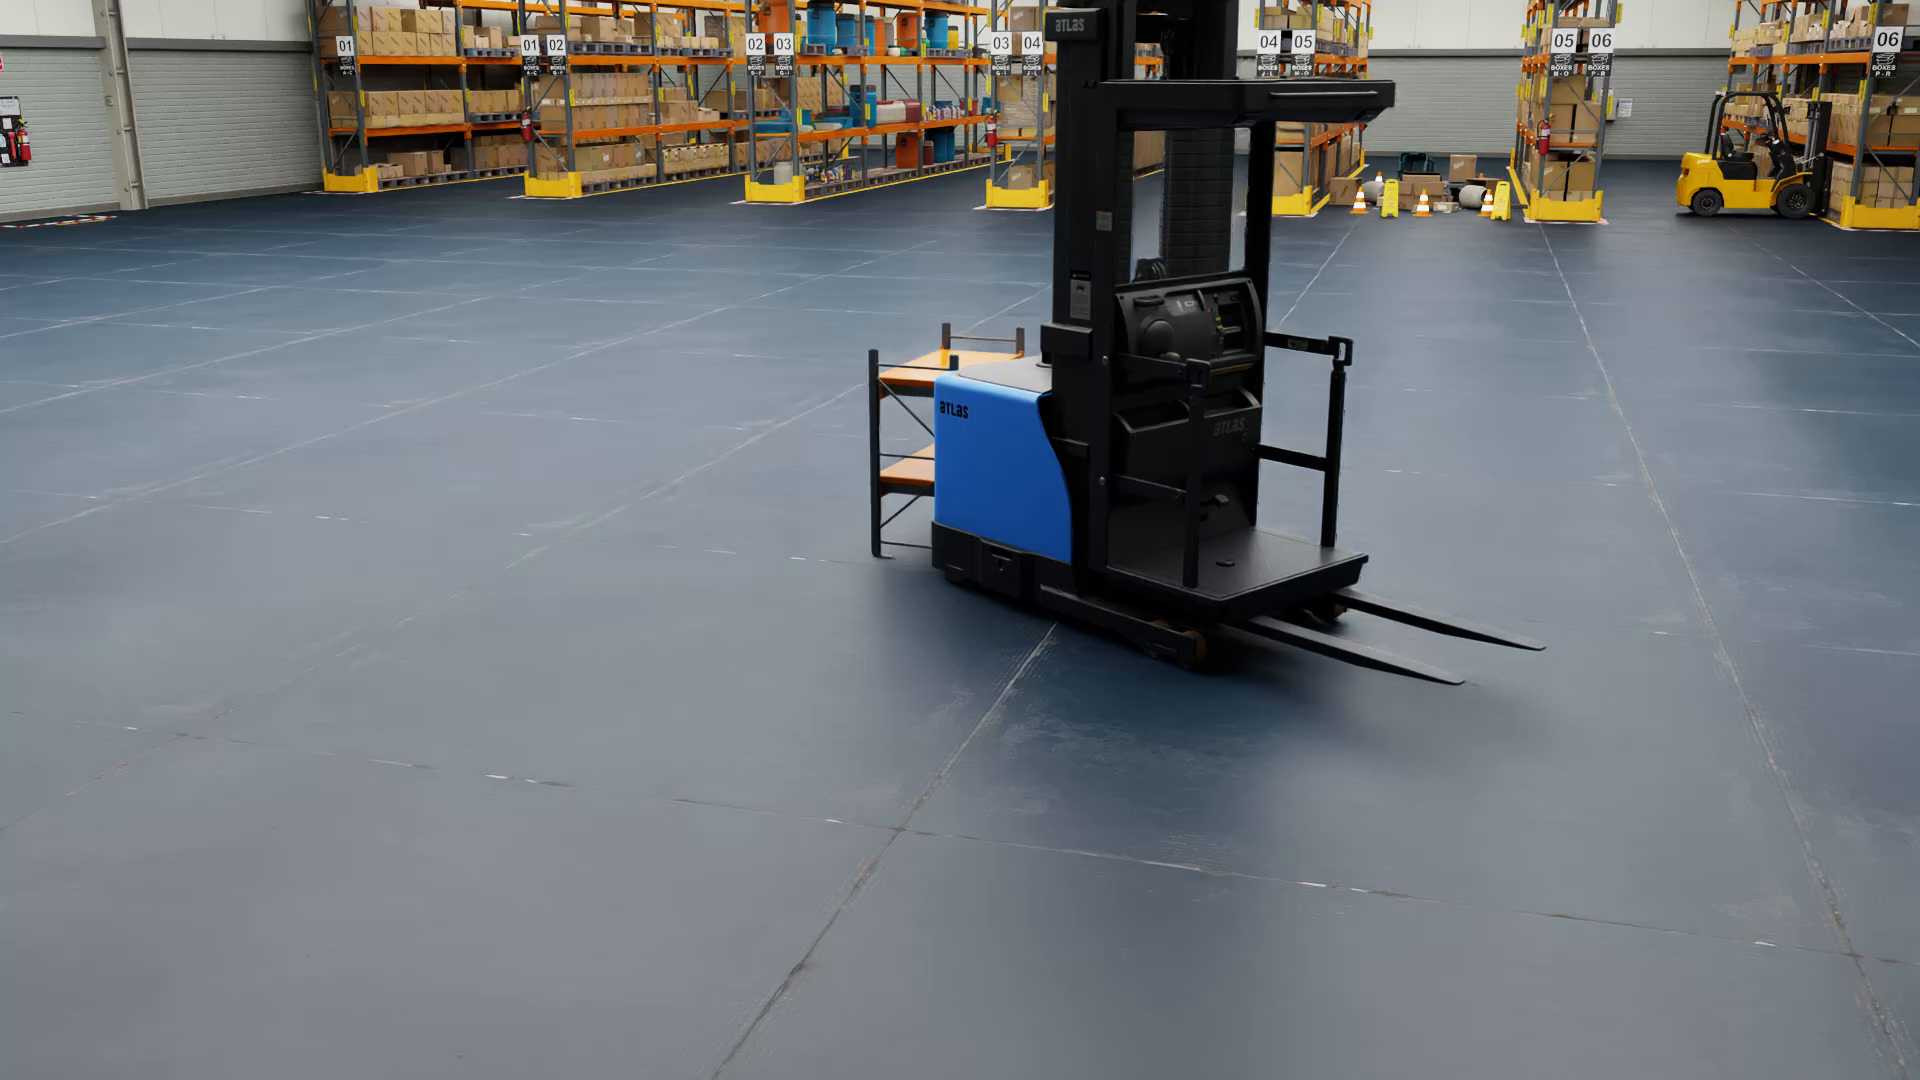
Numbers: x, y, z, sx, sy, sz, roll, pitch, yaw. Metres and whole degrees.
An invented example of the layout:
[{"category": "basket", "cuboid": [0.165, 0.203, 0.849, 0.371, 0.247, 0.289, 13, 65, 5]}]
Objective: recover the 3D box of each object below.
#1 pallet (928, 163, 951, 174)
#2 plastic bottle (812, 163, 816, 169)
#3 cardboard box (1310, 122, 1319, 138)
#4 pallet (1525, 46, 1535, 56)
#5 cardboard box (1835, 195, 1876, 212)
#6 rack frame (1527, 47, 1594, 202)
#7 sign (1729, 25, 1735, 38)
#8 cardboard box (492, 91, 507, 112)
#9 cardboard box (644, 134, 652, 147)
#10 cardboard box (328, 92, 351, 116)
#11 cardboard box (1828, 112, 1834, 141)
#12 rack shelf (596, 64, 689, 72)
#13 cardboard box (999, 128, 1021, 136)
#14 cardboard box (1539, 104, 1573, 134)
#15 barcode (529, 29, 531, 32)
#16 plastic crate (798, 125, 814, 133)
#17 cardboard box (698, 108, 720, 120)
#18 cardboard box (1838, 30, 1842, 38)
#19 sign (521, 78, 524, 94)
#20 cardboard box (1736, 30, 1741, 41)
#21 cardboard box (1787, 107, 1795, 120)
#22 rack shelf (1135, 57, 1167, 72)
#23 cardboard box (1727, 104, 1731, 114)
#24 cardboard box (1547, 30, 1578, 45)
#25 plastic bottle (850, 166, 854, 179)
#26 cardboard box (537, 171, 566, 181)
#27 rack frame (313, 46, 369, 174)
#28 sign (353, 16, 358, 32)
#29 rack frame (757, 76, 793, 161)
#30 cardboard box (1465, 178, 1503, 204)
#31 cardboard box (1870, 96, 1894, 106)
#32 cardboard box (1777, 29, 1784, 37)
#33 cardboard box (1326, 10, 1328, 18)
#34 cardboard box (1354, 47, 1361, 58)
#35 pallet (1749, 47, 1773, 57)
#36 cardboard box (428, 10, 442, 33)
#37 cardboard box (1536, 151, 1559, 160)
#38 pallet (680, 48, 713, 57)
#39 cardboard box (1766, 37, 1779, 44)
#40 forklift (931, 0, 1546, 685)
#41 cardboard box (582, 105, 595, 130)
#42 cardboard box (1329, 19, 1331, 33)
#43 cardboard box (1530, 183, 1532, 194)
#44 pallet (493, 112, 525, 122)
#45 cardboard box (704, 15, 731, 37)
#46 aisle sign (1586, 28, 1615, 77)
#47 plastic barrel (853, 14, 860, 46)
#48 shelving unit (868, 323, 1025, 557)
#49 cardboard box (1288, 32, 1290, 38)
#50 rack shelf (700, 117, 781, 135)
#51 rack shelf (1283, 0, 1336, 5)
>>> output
[{"category": "pallet", "cuboid": [-0.867, -9.481, 42.369, 1.003, 0.211, 1.213, 5, 16, 16]}, {"category": "plastic bottle", "cuboid": [-3.164, -8.007, 36.109, 0.144, 0.351, 0.185, 5, 17, 17]}, {"category": "cardboard box", "cuboid": [6.279, -7.862, 31.275, 0.875, 0.550, 0.550, 5, 16, 16]}, {"category": "pallet", "cuboid": [12.982, -10.667, 36.289, 1.213, 0.211, 1.003, 5, 17, 18]}, {"category": "cardboard box", "cuboid": [15.167, -5.692, 28.170, 0.500, 0.250, 0.500, 5, 17, 16]}, {"category": "rack frame", "cuboid": [11.713, -8.096, 32.375, 1.000, 3.000, 0.127, 5, 16, 16]}, {"category": "sign", "cuboid": [19.363, -12.757, 41.710, 0.100, 0.325, 0.005, 5, 16, 16]}, {"category": "cardboard box", "cuboid": [-11.535, -10.727, 40.663, 0.700, 0.500, 0.500, 7, 17, 24]}, {"category": "cardboard box", "cuboid": [-9.305, -11.428, 47.934, 0.700, 0.500, 0.500, 4, 16, 15]}, {"category": "cardboard box", "cuboid": [-13.242, -9.408, 35.866, 0.500, 0.500, 0.500, 4, 16, 15]}, {"category": "cardboard box", "cuboid": [15.822, -7.394, 29.718, 0.500, 0.500, 0.500, 4, 16, 15]}, {"category": "rack shelf", "cuboid": [-9.193, -13.730, 48.060, 1.077, 0.370, 4.000, 5, 16, 16]}, {"category": "cardboard box", "cuboid": [0.958, -7.788, 31.749, 0.380, 0.149, 0.250, 5, 16, 16]}, {"category": "cardboard box", "cuboid": [10.467, -7.404, 29.207, 0.500, 0.500, 0.500, 4, 16, 15]}, {"category": "barcode", "cuboid": [-8.798, -10.426, 34.028, 0.001, 0.075, 0.075, 5, 16, 16]}, {"category": "plastic crate", "cuboid": [-3.111, -8.284, 33.523, 0.298, 0.136, 0.250, 5, 16, 16]}, {"category": "cardboard box", "cuboid": [-6.293, -10.545, 41.174, 0.500, 0.311, 0.500, 6, 17, 19]}, {"category": "cardboard box", "cuboid": [15.836, -8.989, 29.536, 0.380, 0.149, 0.250, 5, 17, 18]}, {"category": "sign", "cuboid": [-8.938, -9.304, 34.078, 0.100, 0.325, 0.005, 5, 16, 16]}, {"category": "cardboard box", "cuboid": [19.354, -12.378, 40.788, 0.500, 0.250, 0.500, 5, 16, 15]}, {"category": "cardboard box", "cuboid": [16.940, -8.563, 33.381, 0.500, 0.250, 0.500, 4, 16, 14]}, {"category": "rack shelf", "cuboid": [5.054, -12.578, 43.997, 1.077, 0.370, 4.000, 5, 16, 16]}, {"category": "cardboard box", "cuboid": [19.353, -10.693, 41.260, 0.500, 0.250, 0.500, 5, 17, 16]}, {"category": "cardboard box", "cuboid": [10.621, -8.849, 29.262, 0.500, 0.250, 0.500, 4, 16, 15]}, {"category": "plastic bottle", "cuboid": [-2.357, -8.002, 36.215, 0.061, 0.283, 0.133, 5, 17, 19]}, {"category": "cardboard box", "cuboid": [-8.552, -7.629, 35.000, 0.500, 0.250, 0.500, 5, 16, 16]}, {"category": "rack frame", "cuboid": [-13.172, -8.970, 35.458, 1.000, 3.000, 0.127, 5, 16, 16]}, {"category": "sign", "cuboid": [-12.652, -10.792, 34.781, 0.100, 0.325, 0.005, 5, 16, 16]}, {"category": "rack frame", "cuboid": [-5.011, -11.726, 45.175, 1.000, 3.000, 0.127, 5, 16, 16]}, {"category": "cardboard box", "cuboid": [10.104, -6.720, 32.100, 0.500, 0.500, 0.500, -10, 19, -32]}, {"category": "cardboard box", "cuboid": [15.237, -7.279, 27.577, 0.380, 0.149, 0.250, 5, 16, 16]}, {"category": "cardboard box", "cuboid": [17.724, -10.850, 35.589, 0.380, 0.149, 0.250, 4, 16, 15]}, {"category": "cardboard box", "cuboid": [6.709, -9.891, 31.255, 0.380, 0.149, 0.250, 5, 17, 17]}, {"category": "cardboard box", "cuboid": [9.597, -12.018, 40.980, 0.500, 0.250, 0.500, 5, 17, 19]}, {"category": "pallet", "cuboid": [18.494, -10.992, 37.435, 1.213, 0.211, 1.003, 5, 16, 16]}, {"category": "cardboard box", "cuboid": [-12.064, -11.701, 37.538, 0.500, 0.500, 0.500, 6, 17, 19]}, {"category": "cardboard box", "cuboid": [10.594, -6.932, 29.980, 0.380, 0.149, 0.250, 5, 17, 17]}, {"category": "pallet", "cuboid": [-6.570, -11.555, 39.420, 1.003, 0.211, 1.213, 5, 17, 18]}, {"category": "cardboard box", "cuboid": [17.869, -10.926, 36.363, 0.380, 0.149, 0.250, 5, 17, 17]}, {"category": "forklift", "cuboid": [1.202, -1.000, 7.485, 1.130, 2.935, 3.031, -13, 21, -39]}, {"category": "cardboard box", "cuboid": [-8.132, -8.894, 35.006, 0.700, 0.500, 0.500, 5, 17, 17]}, {"category": "cardboard box", "cuboid": [6.901, -9.936, 32.144, 0.500, 0.250, 0.500, 5, 16, 16]}, {"category": "cardboard box", "cuboid": [10.998, -6.562, 31.237, 0.500, 0.250, 0.500, 4, 16, 15]}, {"category": "pallet", "cuboid": [-11.422, -10.450, 41.026, 1.003, 0.211, 1.213, 5, 16, 16]}, {"category": "cardboard box", "cuboid": [-6.018, -12.766, 41.327, 0.500, 0.500, 0.500, 5, 16, 16]}, {"category": "aisle sign", "cuboid": [10.856, -8.260, 28.189, 0.394, 0.787, 0.004, 5, 16, 16]}, {"category": "plastic barrel", "cuboid": [-2.414, -11.254, 37.093, 0.600, 0.901, 0.600, 0, 16, 0]}, {"category": "shelving unit", "cuboid": [-0.055, -0.565, 9.260, 0.538, 1.125, 1.048, 6, 17, 21]}, {"category": "cardboard box", "cuboid": [6.006, -9.491, 31.306, 0.380, 0.149, 0.250, 5, 17, 17]}, {"category": "rack shelf", "cuboid": [-5.580, -10.857, 43.429, 1.077, 0.370, 4.000, 5, 16, 16]}, {"category": "rack shelf", "cuboid": [6.370, -10.278, 31.125, 1.077, 0.370, 4.000, 5, 16, 16]}]
